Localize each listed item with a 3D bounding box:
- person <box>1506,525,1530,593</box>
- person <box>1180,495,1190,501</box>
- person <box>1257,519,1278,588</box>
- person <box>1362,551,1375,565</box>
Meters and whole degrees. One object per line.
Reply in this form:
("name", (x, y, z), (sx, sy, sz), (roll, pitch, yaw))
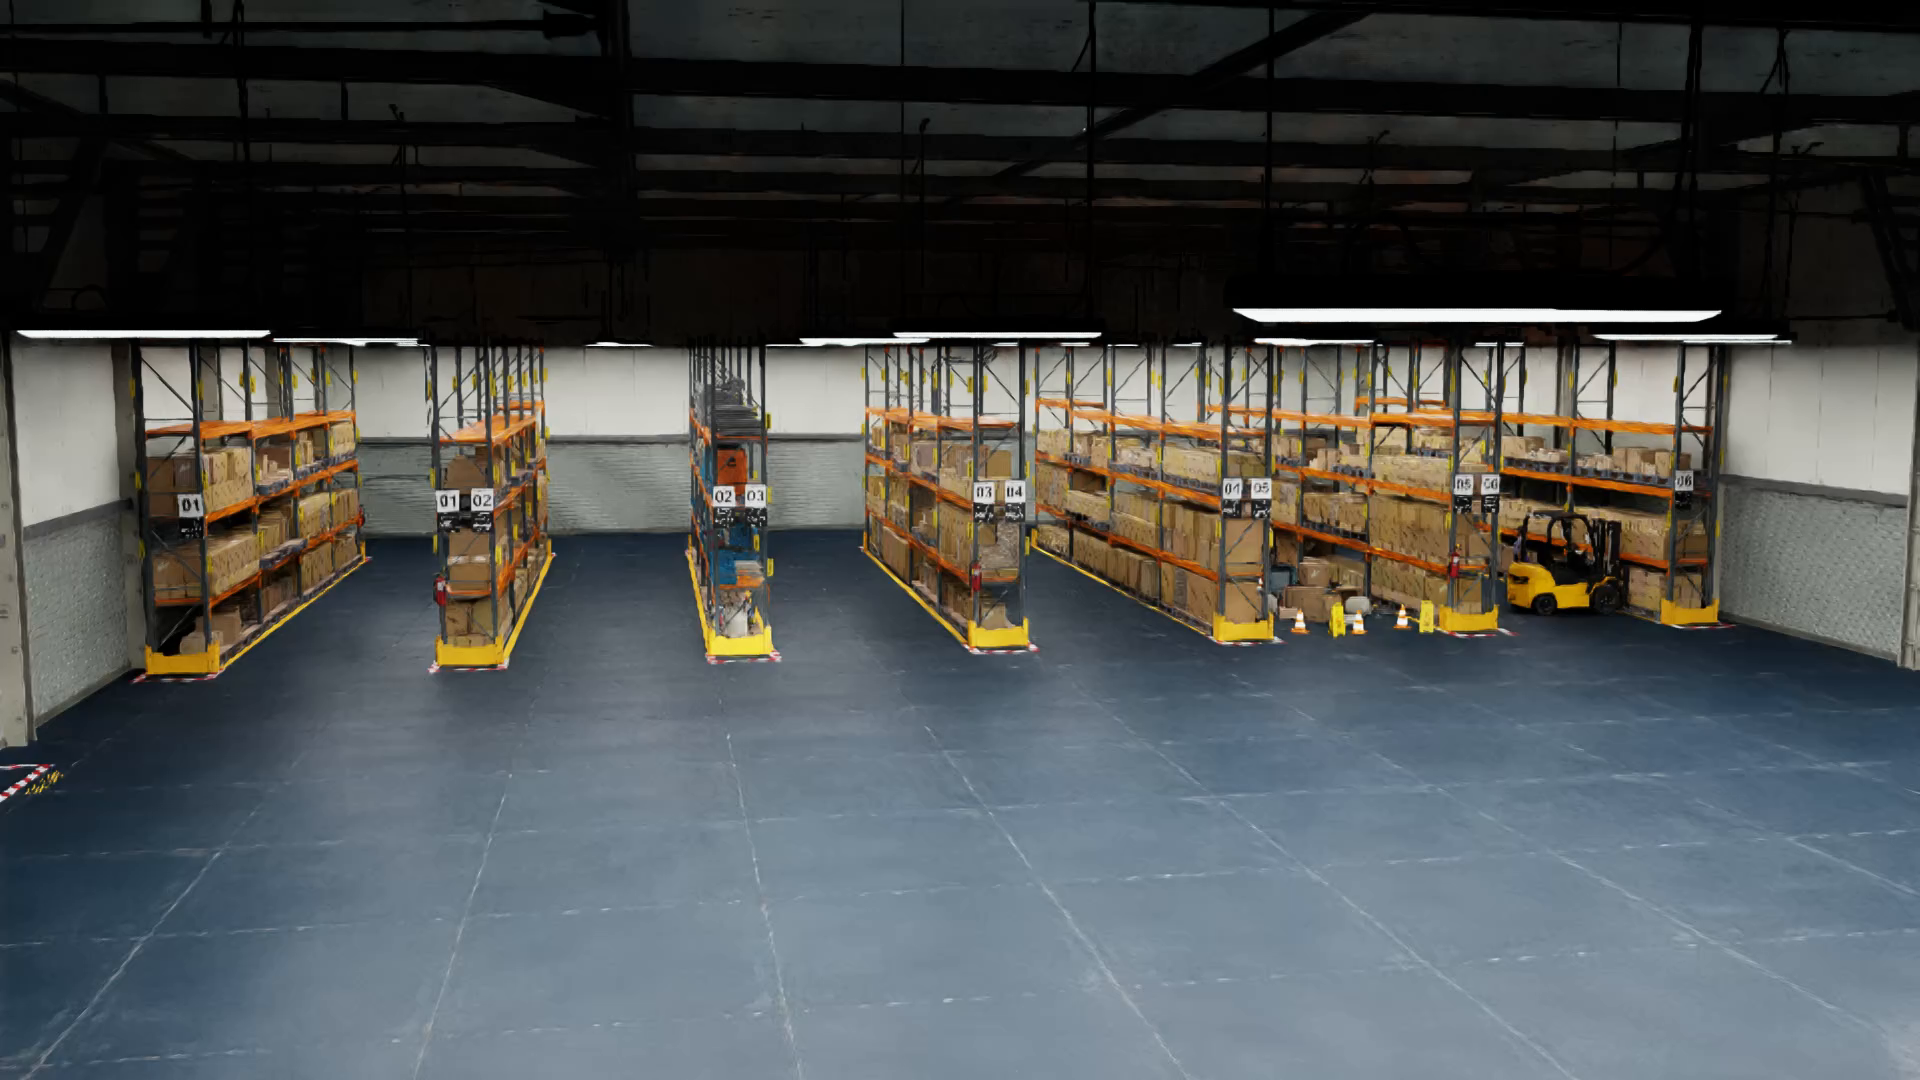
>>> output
("person", (13.026, 0.471, 38.716), (0.554, 1.629, 0.605), (2, 7, 16))
("person", (6.410, -0.593, 47.742), (0.515, 1.673, 0.625), (-1, 7, -12))
("person", (7.303, 0.346, 39.411), (0.555, 1.722, 0.615), (2, 7, 17))
("person", (10.582, -0.076, 43.312), (0.551, 1.665, 0.574), (2, 7, 20))
